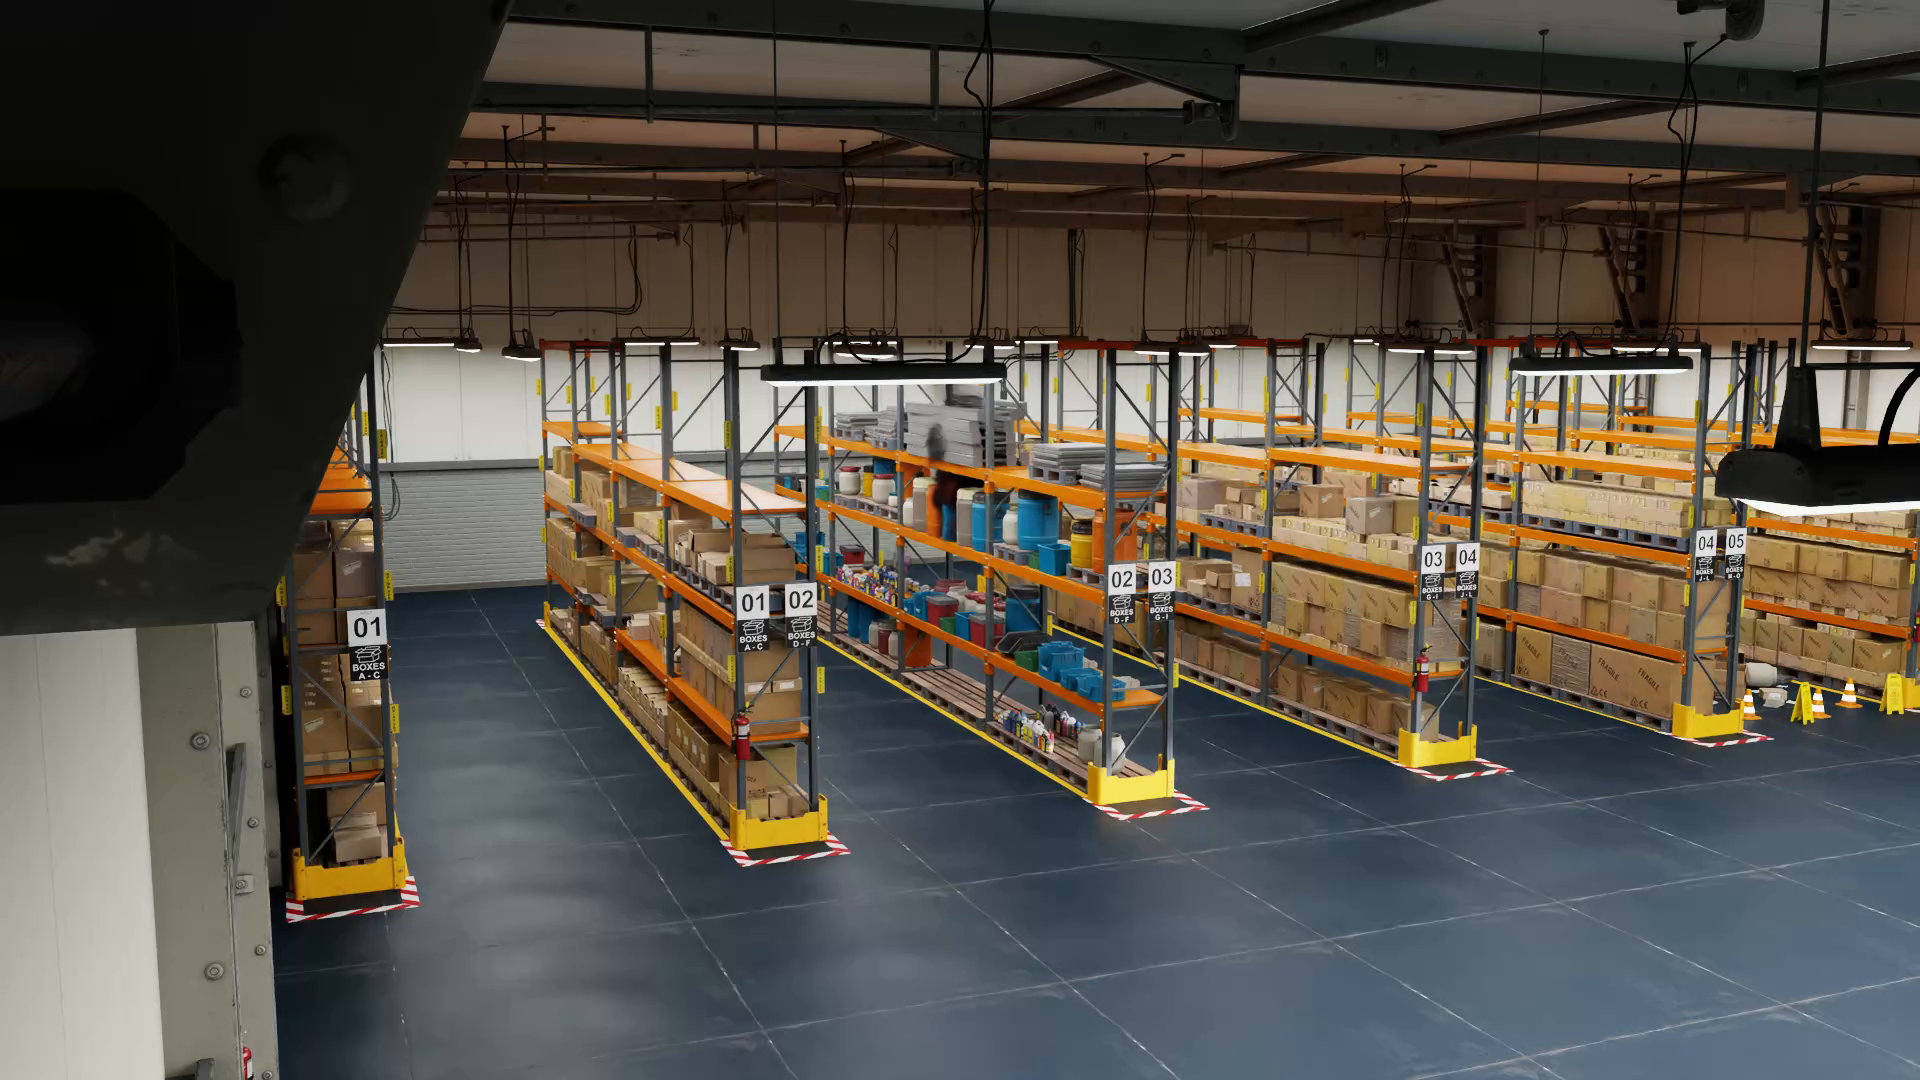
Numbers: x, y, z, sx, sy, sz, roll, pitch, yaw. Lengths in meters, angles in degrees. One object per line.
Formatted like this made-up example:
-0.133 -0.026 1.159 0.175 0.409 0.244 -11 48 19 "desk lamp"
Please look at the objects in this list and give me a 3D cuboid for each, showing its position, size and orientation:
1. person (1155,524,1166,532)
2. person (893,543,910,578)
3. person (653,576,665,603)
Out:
4.836 0.085 41.329 0.909 1.748 0.746 -2 8 -15 "person"
-1.313 0.838 36.274 0.471 1.632 0.821 -6 9 -36 "person"
-6.097 0.943 34.894 0.689 1.719 0.651 -5 9 -36 "person"
